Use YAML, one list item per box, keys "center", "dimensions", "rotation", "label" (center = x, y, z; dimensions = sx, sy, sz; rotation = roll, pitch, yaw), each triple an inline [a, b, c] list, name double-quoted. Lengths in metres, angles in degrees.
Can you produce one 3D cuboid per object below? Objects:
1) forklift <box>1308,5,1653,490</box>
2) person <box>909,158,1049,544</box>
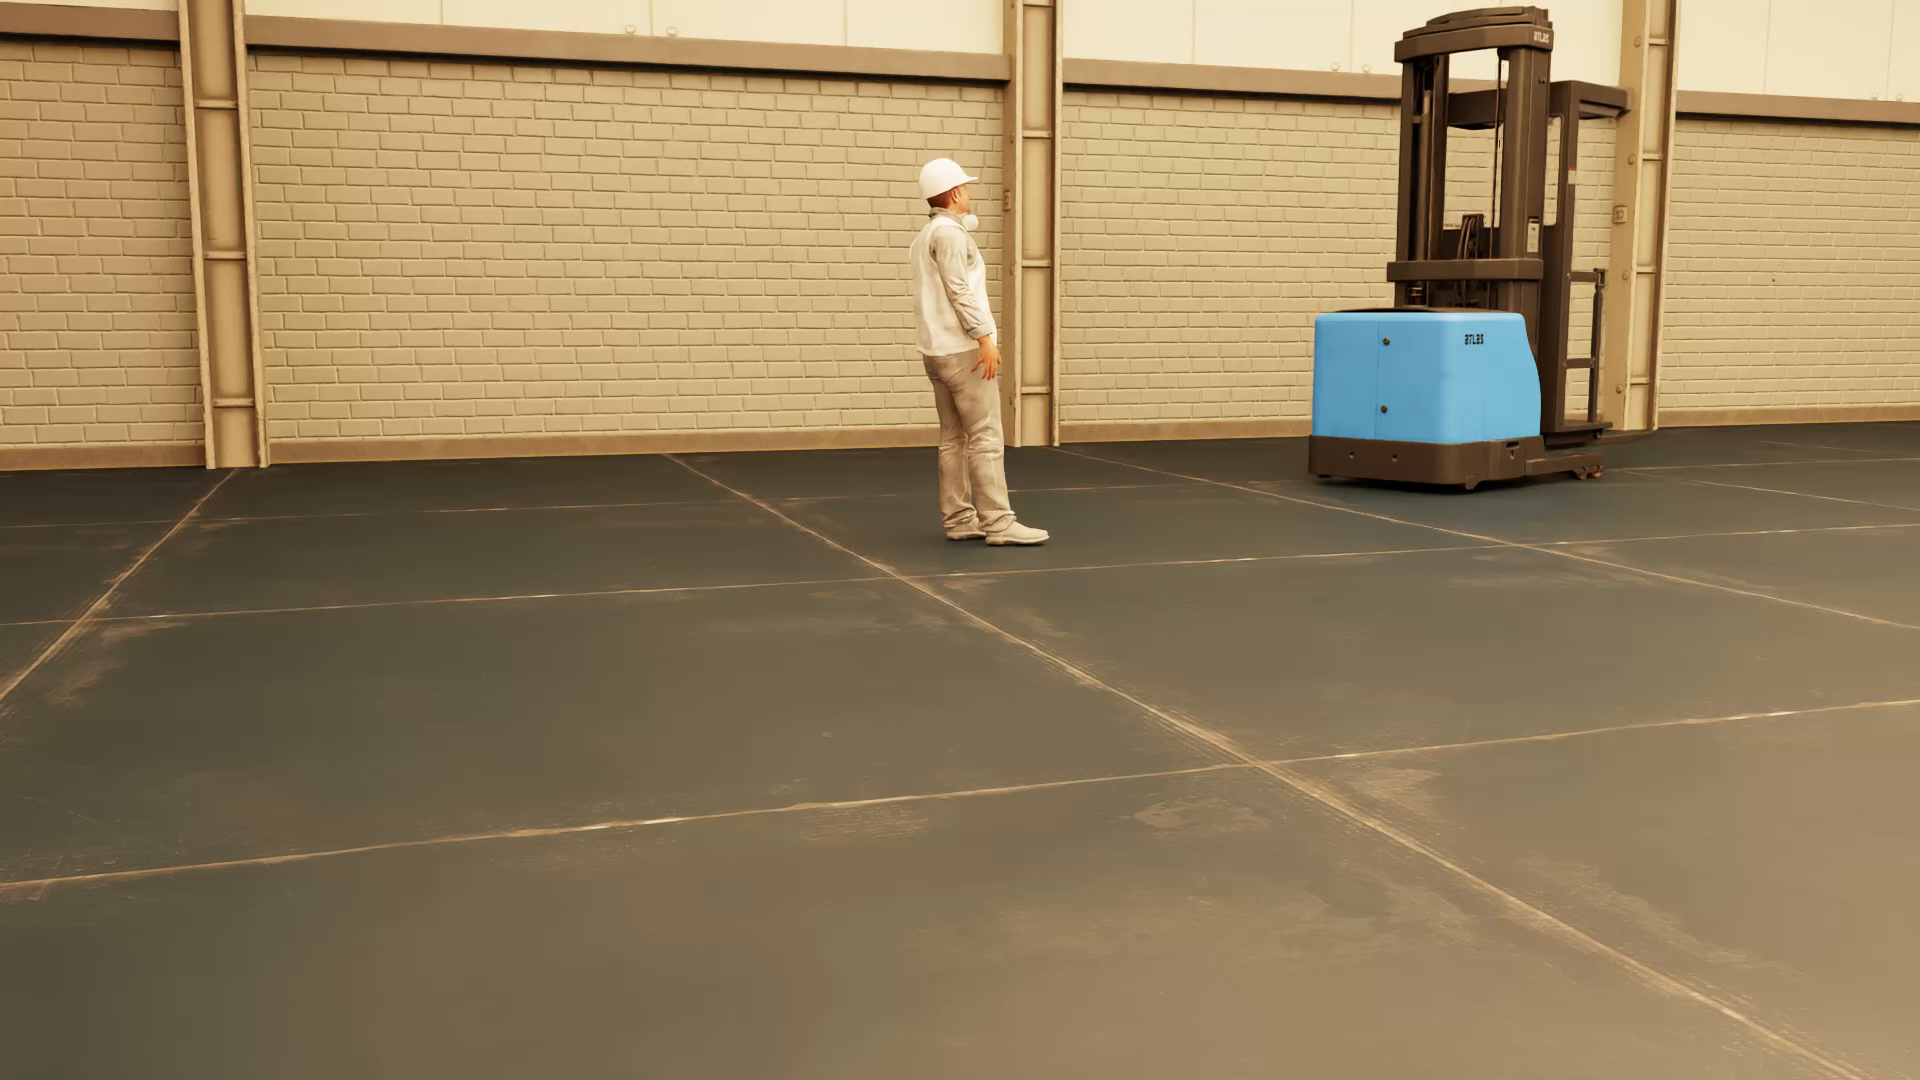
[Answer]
- center: [3.620, -1.891, 10.952]
  dimensions: [3.031, 2.935, 1.130]
  rotation: [-7, 11, -42]
  label: "forklift"
- center: [0.061, -0.888, 7.815]
  dimensions: [0.568, 1.773, 0.632]
  rotation: [-3, 8, -18]
  label: "person"
